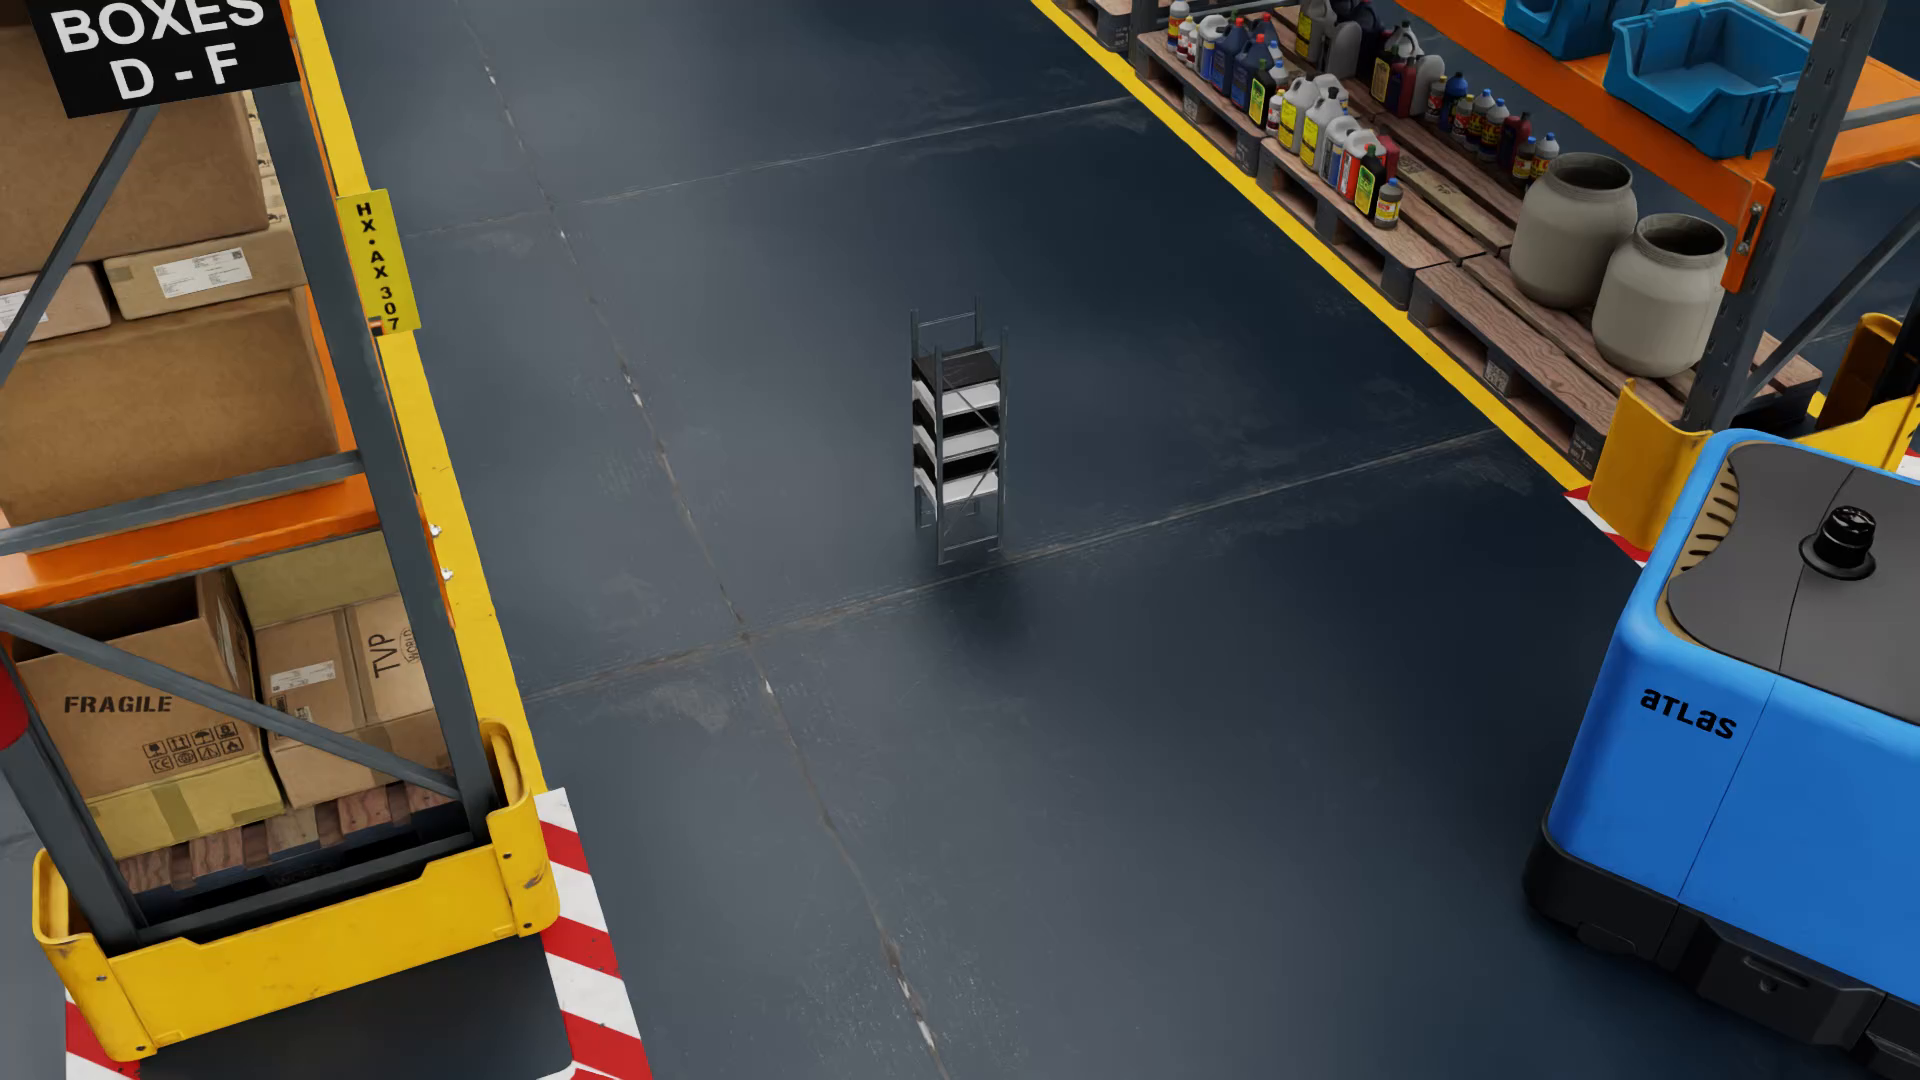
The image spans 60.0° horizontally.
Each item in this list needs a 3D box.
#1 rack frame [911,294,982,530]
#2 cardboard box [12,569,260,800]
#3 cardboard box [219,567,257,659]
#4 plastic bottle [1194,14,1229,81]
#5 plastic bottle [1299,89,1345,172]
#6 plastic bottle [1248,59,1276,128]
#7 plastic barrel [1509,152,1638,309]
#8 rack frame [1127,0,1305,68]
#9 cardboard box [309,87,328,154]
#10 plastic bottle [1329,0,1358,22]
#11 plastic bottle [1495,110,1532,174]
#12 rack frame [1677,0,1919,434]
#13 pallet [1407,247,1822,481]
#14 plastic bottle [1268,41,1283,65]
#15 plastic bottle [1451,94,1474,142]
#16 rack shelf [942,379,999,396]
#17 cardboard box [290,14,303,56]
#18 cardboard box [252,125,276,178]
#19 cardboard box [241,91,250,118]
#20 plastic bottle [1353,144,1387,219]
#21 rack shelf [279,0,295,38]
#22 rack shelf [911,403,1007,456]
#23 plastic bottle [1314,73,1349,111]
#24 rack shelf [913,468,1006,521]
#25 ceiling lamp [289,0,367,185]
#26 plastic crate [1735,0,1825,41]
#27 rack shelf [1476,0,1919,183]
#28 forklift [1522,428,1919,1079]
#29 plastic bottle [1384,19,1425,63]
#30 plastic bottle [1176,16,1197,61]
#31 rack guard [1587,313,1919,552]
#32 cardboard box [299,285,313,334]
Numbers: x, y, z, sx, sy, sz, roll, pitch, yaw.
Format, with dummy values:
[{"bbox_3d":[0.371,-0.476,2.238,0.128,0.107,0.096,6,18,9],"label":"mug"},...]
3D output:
[{"bbox_3d":[-0.042,-0.407,5.534,0.240,0.900,0.006,-15,43,-17],"label":"rack frame"},{"bbox_3d":[-2.172,0.285,4.329,0.500,0.500,0.500,-15,43,-17],"label":"cardboard box"},{"bbox_3d":[-2.373,0.271,4.921,0.500,0.250,0.500,-15,43,-17],"label":"cardboard box"},{"bbox_3d":[1.221,-2.353,7.937,0.152,0.276,0.135,-14,43,-15],"label":"plastic bottle"},{"bbox_3d":[1.587,-1.799,7.235,0.144,0.351,0.185,-13,42,-15],"label":"plastic bottle"},{"bbox_3d":[1.377,-2.032,7.558,0.061,0.283,0.133,-13,42,-15],"label":"plastic bottle"},{"bbox_3d":[2.371,-1.194,6.423,0.421,0.512,0.421,0,41,0],"label":"plastic barrel"},{"bbox_3d":[1.355,-3.708,7.761,1.000,3.000,0.127,-15,43,-17],"label":"rack frame"},{"bbox_3d":[-3.148,-1.896,7.441,0.500,0.250,0.500,-16,43,-18],"label":"cardboard box"},{"bbox_3d":[1.868,-2.554,8.114,0.144,0.351,0.185,-16,43,-18],"label":"plastic bottle"},{"bbox_3d":[2.410,-1.746,7.226,0.061,0.283,0.133,-14,43,-16],"label":"plastic bottle"},{"bbox_3d":[2.886,-1.298,4.959,1.000,3.000,0.127,-15,43,-17],"label":"rack frame"},{"bbox_3d":[2.507,-0.766,6.479,1.003,0.211,1.213,-15,43,-17],"label":"pallet"},{"bbox_3d":[1.448,-2.193,7.755,0.097,0.271,0.097,0,41,0],"label":"plastic bottle"},{"bbox_3d":[2.272,-1.901,7.468,0.097,0.201,0.097,0,41,0],"label":"plastic bottle"},{"bbox_3d":[-0.003,-0.537,5.298,0.199,0.015,0.184,-15,43,-17],"label":"rack shelf"},{"bbox_3d":[-3.337,-2.418,7.618,0.500,0.311,0.500,-16,43,-17],"label":"cardboard box"},{"bbox_3d":[-1.747,-0.797,3.802,0.389,0.149,0.264,-15,43,-16],"label":"cardboard box"},{"bbox_3d":[-2.086,-1.226,3.804,0.700,0.500,0.500,-16,43,-18],"label":"cardboard box"},{"bbox_3d":[1.716,-1.498,6.937,0.061,0.283,0.133,-14,43,-16],"label":"plastic bottle"},{"bbox_3d":[-2.457,-2.134,4.182,1.077,0.370,4.000,-15,43,-17],"label":"rack shelf"},{"bbox_3d":[-0.003,-0.389,5.425,0.258,0.077,0.200,-15,43,-17],"label":"rack shelf"},{"bbox_3d":[1.643,-1.935,7.451,0.152,0.276,0.135,-15,43,-17],"label":"plastic bottle"},{"bbox_3d":[-0.003,-0.184,5.601,0.258,0.077,0.200,-15,43,-17],"label":"rack shelf"},{"bbox_3d":[-3.571,-2.857,9.072,0.159,0.001,4.000,-15,43,-17],"label":"ceiling lamp"},{"bbox_3d":[2.840,-1.818,5.765,0.298,0.136,0.250,-15,43,-17],"label":"plastic crate"},{"bbox_3d":[2.120,-2.305,6.531,0.919,0.124,3.809,-15,43,-17],"label":"rack shelf"},{"bbox_3d":[3.053,0.160,3.316,3.031,2.935,1.130,23,46,24],"label":"forklift"},{"bbox_3d":[2.065,-2.244,7.753,0.144,0.351,0.185,-15,43,-17],"label":"plastic bottle"},{"bbox_3d":[1.111,-2.451,8.109,0.097,0.201,0.097,0,41,0],"label":"plastic bottle"},{"bbox_3d":[2.813,-0.385,5.814,1.175,0.500,0.348,-15,43,-17],"label":"rack guard"},{"bbox_3d":[-2.064,-0.702,4.189,0.700,0.500,0.500,-14,43,-16],"label":"cardboard box"}]
